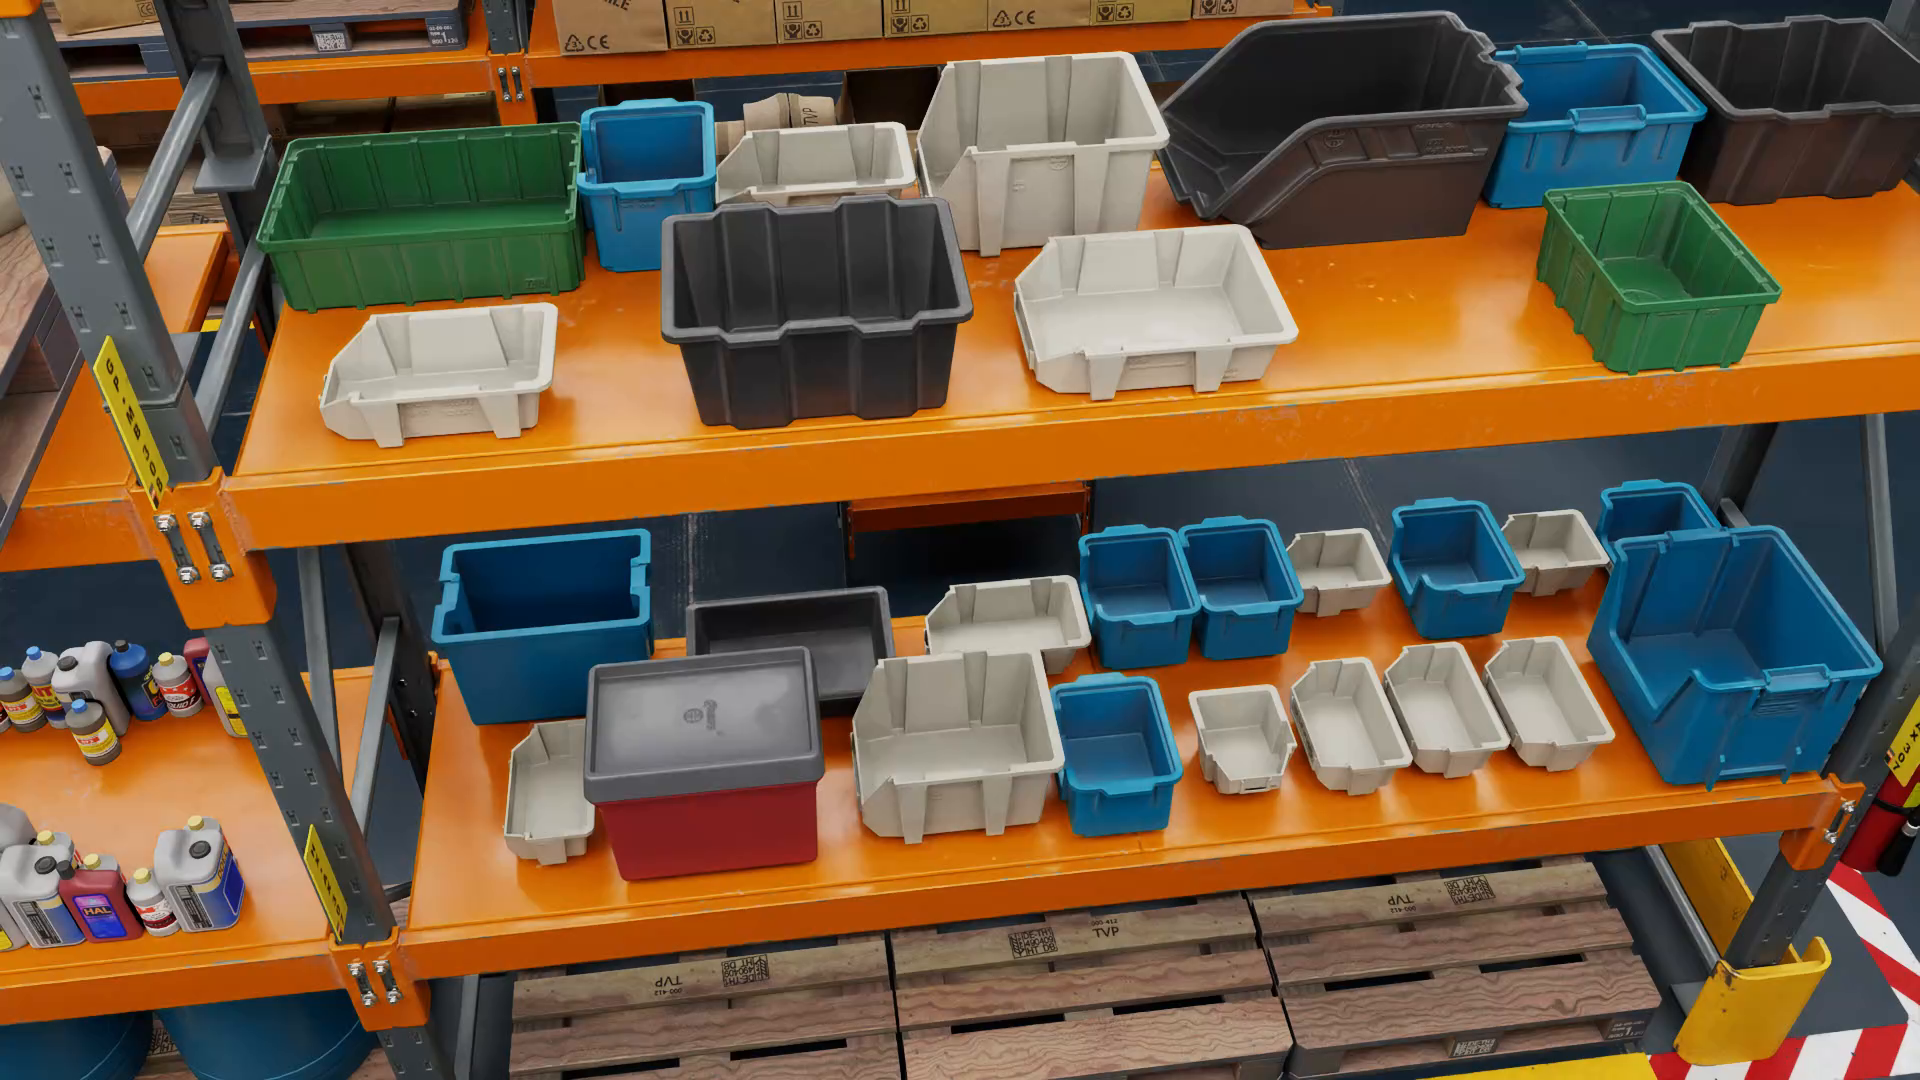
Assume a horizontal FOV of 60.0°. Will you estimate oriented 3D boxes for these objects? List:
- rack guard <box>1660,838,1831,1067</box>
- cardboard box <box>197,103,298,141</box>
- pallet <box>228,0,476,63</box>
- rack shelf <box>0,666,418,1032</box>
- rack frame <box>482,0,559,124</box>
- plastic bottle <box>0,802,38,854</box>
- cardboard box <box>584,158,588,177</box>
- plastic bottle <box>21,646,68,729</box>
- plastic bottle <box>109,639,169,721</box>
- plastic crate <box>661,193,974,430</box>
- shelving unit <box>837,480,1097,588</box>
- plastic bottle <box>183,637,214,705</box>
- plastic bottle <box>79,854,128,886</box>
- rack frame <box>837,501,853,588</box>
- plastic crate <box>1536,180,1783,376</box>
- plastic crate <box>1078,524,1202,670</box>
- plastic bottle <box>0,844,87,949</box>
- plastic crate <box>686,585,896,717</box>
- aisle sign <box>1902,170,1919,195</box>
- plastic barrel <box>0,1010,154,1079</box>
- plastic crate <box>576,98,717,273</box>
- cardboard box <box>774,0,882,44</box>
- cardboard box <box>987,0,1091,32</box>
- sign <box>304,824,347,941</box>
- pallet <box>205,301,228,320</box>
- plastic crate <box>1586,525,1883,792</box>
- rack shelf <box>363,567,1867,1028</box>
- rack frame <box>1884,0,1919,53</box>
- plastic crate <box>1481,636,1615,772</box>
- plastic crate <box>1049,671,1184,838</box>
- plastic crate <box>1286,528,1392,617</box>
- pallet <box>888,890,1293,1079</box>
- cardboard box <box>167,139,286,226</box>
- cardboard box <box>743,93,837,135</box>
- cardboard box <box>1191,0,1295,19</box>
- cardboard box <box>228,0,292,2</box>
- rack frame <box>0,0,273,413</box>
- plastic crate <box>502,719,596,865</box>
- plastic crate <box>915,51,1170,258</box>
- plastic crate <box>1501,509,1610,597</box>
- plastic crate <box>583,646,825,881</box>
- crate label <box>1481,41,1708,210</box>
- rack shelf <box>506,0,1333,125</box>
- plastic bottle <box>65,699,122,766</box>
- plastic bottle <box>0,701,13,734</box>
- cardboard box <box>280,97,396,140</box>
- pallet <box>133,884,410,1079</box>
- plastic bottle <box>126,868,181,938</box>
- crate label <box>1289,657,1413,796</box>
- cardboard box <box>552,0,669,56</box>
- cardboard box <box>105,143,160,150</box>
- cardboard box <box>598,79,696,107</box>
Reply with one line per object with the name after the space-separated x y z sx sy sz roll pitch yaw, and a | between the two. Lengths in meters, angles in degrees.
2.430 1.115 5.640 0.348 0.500 1.175 -5 42 -6 | rack guard
-3.700 -2.291 8.529 0.500 0.250 0.500 -5 42 -5 | cardboard box
-3.003 -2.676 8.121 1.213 0.211 1.003 -5 42 -6 | pallet
-3.541 0.986 4.454 4.000 0.370 1.077 -5 42 -6 | rack shelf
-2.197 -2.745 8.053 0.127 3.000 1.000 -5 42 -6 | rack frame
-2.446 0.765 4.199 0.185 0.351 0.144 -5 42 -6 | plastic bottle
-1.752 -1.802 8.688 0.500 0.311 0.500 -5 42 -6 | cardboard box
-2.548 0.404 4.659 0.097 0.271 0.097 0 42 0 | plastic bottle
-2.318 0.384 4.681 0.097 0.271 0.097 0 42 0 | plastic bottle
-0.291 -0.446 3.363 0.590 0.269 0.497 -5 42 -6 | plastic crate
0.007 -0.418 6.874 1.048 1.125 0.538 -5 42 -6 | shelving unit
-2.109 0.349 4.711 0.133 0.283 0.061 -5 42 -6 | plastic bottle
-2.159 0.867 4.197 0.097 0.201 0.097 0 42 0 | plastic bottle
-0.497 -0.374 6.825 0.032 1.125 0.500 -5 42 -6 | rack frame
1.467 -0.562 3.552 0.336 0.188 0.450 -5 42 -6 | plastic crate
0.517 0.181 4.890 0.300 0.233 0.416 -5 42 -6 | plastic crate
-2.269 0.872 4.136 0.135 0.276 0.152 -5 42 -6 | plastic bottle
-0.483 0.350 4.783 0.590 0.125 0.437 -5 42 -6 | plastic crate
2.441 -0.971 4.146 0.004 0.787 0.394 -5 42 -6 | aisle sign
-2.802 1.266 4.860 0.708 0.901 0.600 -5 42 -6 | plastic barrel
-0.697 -0.797 3.780 0.300 0.233 0.416 -5 42 -6 | plastic crate
-0.652 -2.734 7.966 0.500 0.500 0.500 -5 42 -6 | cardboard box
0.351 -2.822 8.065 0.500 0.500 0.500 -5 42 -5 | cardboard box
-1.489 0.808 3.908 0.005 0.325 0.100 -5 42 -6 | sign
-4.211 -1.505 8.761 1.213 0.211 1.003 -5 42 -6 | pallet
2.100 0.316 4.589 0.499 0.435 0.616 -5 42 -6 | plastic crate
0.425 0.639 4.839 4.000 0.370 1.077 -5 42 -6 | rack shelf
2.408 -2.030 2.782 0.127 3.000 1.000 -5 42 -6 | rack frame
1.623 0.465 4.647 0.243 0.136 0.396 -5 42 -6 | plastic crate
0.405 0.587 4.440 0.300 0.233 0.416 -5 42 -6 | plastic crate
1.119 0.108 5.043 0.298 0.136 0.250 -5 42 -6 | plastic crate
0.378 1.383 5.559 1.213 0.211 1.003 -5 42 -6 | pallet
-3.637 -1.666 8.395 0.500 0.500 0.500 -5 42 -5 | cardboard box
-0.925 -2.213 9.142 0.500 0.311 0.500 -5 42 -6 | cardboard box
1.361 -2.909 8.161 0.500 0.500 0.500 -4 42 -4 | cardboard box
-3.369 -2.943 7.885 0.500 0.500 0.700 1 42 1 | cardboard box
-1.558 -1.682 2.396 0.127 3.000 1.000 -5 42 -6 | rack frame
-1.078 0.675 4.414 0.243 0.136 0.396 -5 42 -6 | plastic crate
0.170 -0.884 3.840 0.530 0.282 0.437 -5 42 -6 | plastic crate
1.792 0.049 5.108 0.298 0.136 0.250 -5 42 -6 | plastic crate
-0.640 0.588 4.266 0.583 0.464 0.402 -5 42 -6 | plastic crate
1.451 -0.995 3.985 0.502 0.251 0.408 -5 42 -6 | crate label
-0.214 -2.651 8.487 4.000 0.370 1.077 -5 42 -6 | rack shelf
-2.395 0.519 4.583 0.097 0.201 0.097 0 42 0 | plastic bottle
-2.741 0.447 4.663 0.097 0.201 0.097 0 42 0 | plastic bottle
-3.235 -2.046 8.816 0.500 0.500 0.500 -4 42 -5 | cardboard box
-2.329 1.620 5.296 1.213 0.211 1.003 -5 42 -6 | pallet
-2.019 0.896 4.165 0.097 0.201 0.097 0 42 0 | plastic bottle
1.061 0.521 4.585 0.243 0.136 0.396 -5 42 -6 | crate label
-1.656 -2.645 7.868 0.500 0.500 0.500 -4 42 -4 | cardboard box
-4.233 -1.964 8.726 0.500 0.500 0.500 -6 42 -7 | cardboard box
-1.669 -2.218 9.007 0.500 0.500 0.500 -5 42 -6 | cardboard box
